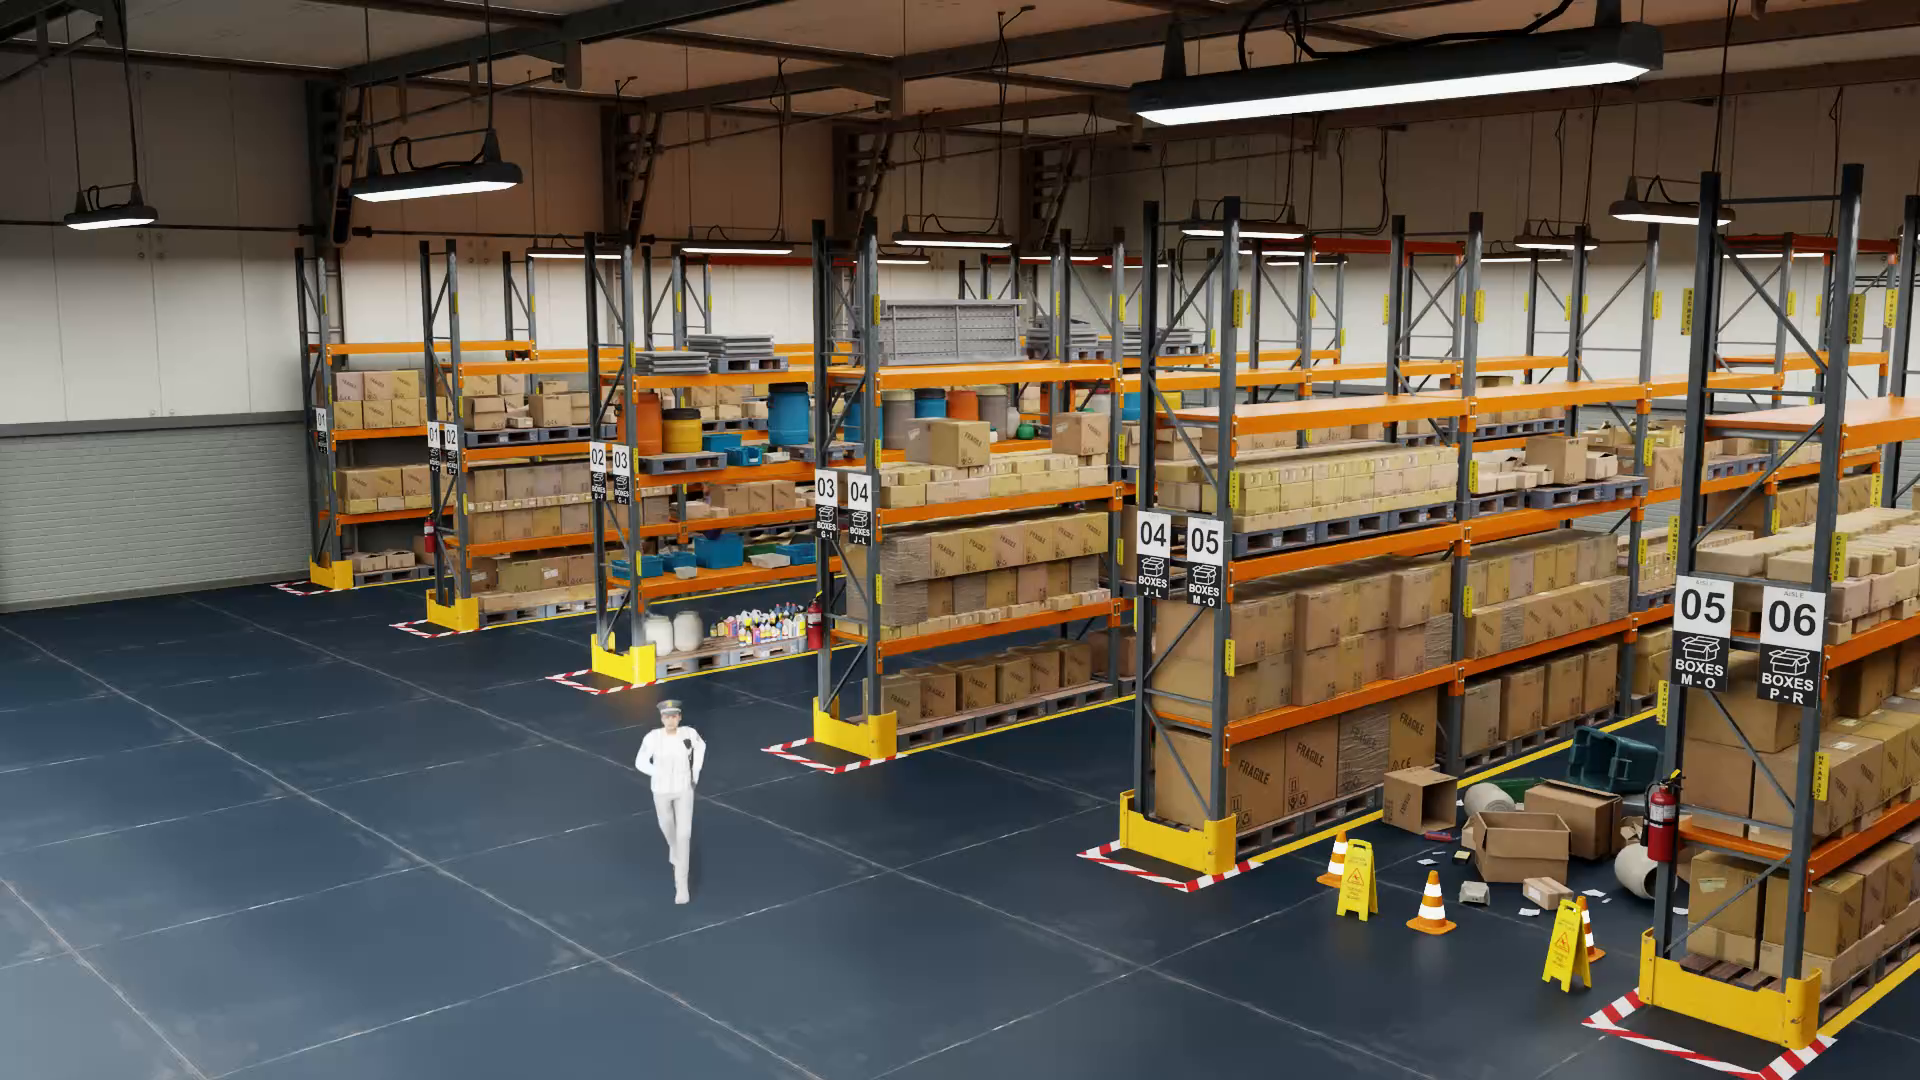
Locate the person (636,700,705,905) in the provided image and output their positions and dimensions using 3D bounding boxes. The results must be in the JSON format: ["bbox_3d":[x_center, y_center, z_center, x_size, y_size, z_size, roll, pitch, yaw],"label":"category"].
[{"bbox_3d":[-2.533,2.220,14.593,0.578,1.734,0.996,-1,8,-4],"label":"person"}]

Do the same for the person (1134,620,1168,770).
[{"bbox_3d":[2.156,1.672,18.029,0.663,1.736,0.560,5,10,33],"label":"person"}]

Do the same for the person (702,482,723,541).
[{"bbox_3d":[-4.782,-0.352,32.430,0.690,1.586,0.586,-8,11,-42],"label":"person"}]

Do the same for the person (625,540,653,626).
[{"bbox_3d":[-4.729,0.767,24.886,0.538,1.557,0.549,4,9,27],"label":"person"}]
